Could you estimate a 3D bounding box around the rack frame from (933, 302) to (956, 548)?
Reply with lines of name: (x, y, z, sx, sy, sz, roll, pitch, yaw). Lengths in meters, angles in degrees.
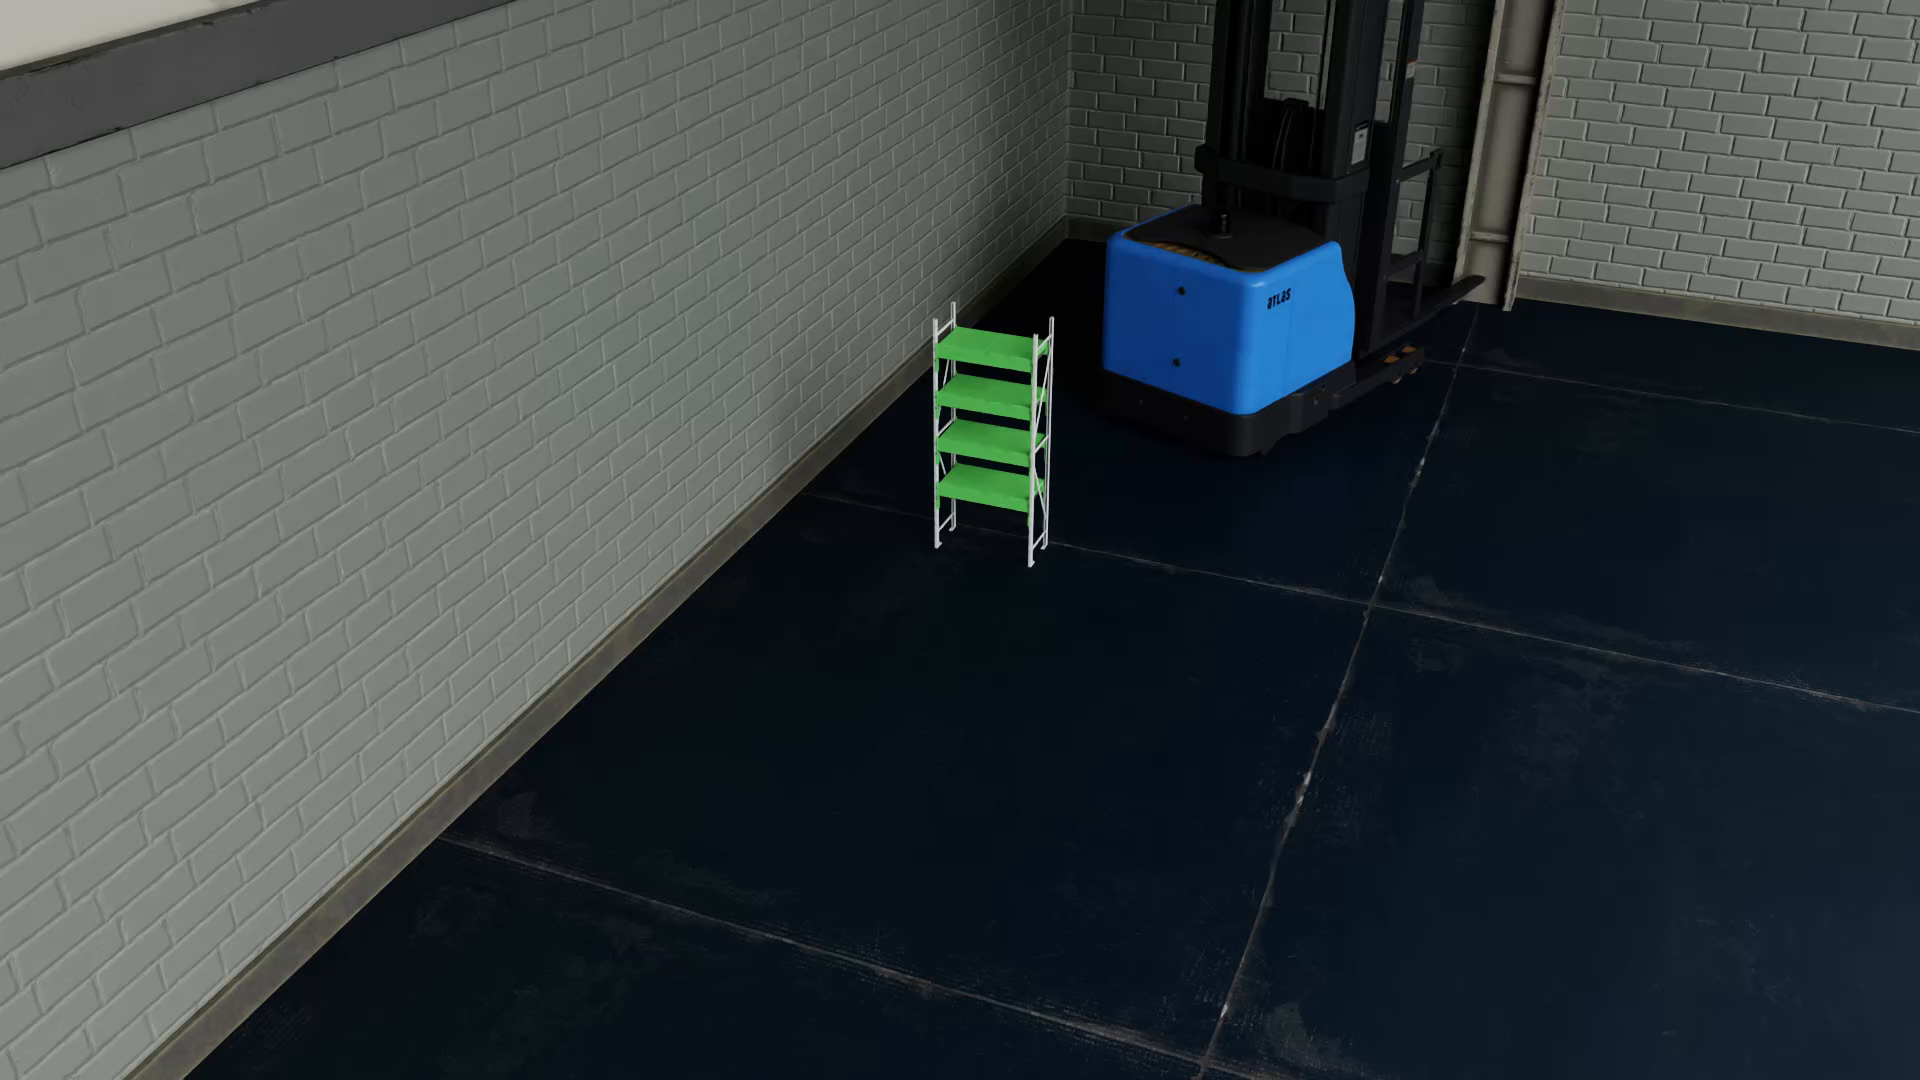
rack frame: (-0.073, -0.537, 7.980, 0.015, 1.200, 0.240, 11, 31, 19)

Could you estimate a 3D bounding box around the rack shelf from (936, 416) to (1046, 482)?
rack shelf: (0.153, -0.436, 7.932, 0.480, 0.148, 0.258, 11, 31, 19)

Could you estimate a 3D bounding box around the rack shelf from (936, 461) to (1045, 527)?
rack shelf: (0.153, -0.227, 8.050, 0.480, 0.148, 0.258, 11, 31, 19)

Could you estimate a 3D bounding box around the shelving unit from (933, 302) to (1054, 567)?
shelving unit: (0.153, -0.492, 7.901, 0.503, 1.200, 0.258, 11, 31, 19)

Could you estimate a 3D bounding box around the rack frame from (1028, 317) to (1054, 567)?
rack frame: (0.379, -0.447, 7.821, 0.015, 1.200, 0.240, 11, 31, 19)

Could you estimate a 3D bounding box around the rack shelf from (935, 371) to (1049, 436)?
rack shelf: (0.153, -0.645, 7.814, 0.480, 0.148, 0.258, 11, 31, 19)

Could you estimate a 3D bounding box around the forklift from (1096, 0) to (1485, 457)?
forklift: (2.147, -2.357, 9.441, 1.130, 2.935, 3.031, 25, 38, 36)

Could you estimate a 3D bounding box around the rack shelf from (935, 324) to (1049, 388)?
rack shelf: (0.153, -0.854, 7.696, 0.480, 0.148, 0.258, 11, 31, 19)

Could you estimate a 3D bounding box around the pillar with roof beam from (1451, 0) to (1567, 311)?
pillar with roof beam: (1.864, -3.561, 5.404, 0.400, 9.000, 9.100, 11, 31, 19)
